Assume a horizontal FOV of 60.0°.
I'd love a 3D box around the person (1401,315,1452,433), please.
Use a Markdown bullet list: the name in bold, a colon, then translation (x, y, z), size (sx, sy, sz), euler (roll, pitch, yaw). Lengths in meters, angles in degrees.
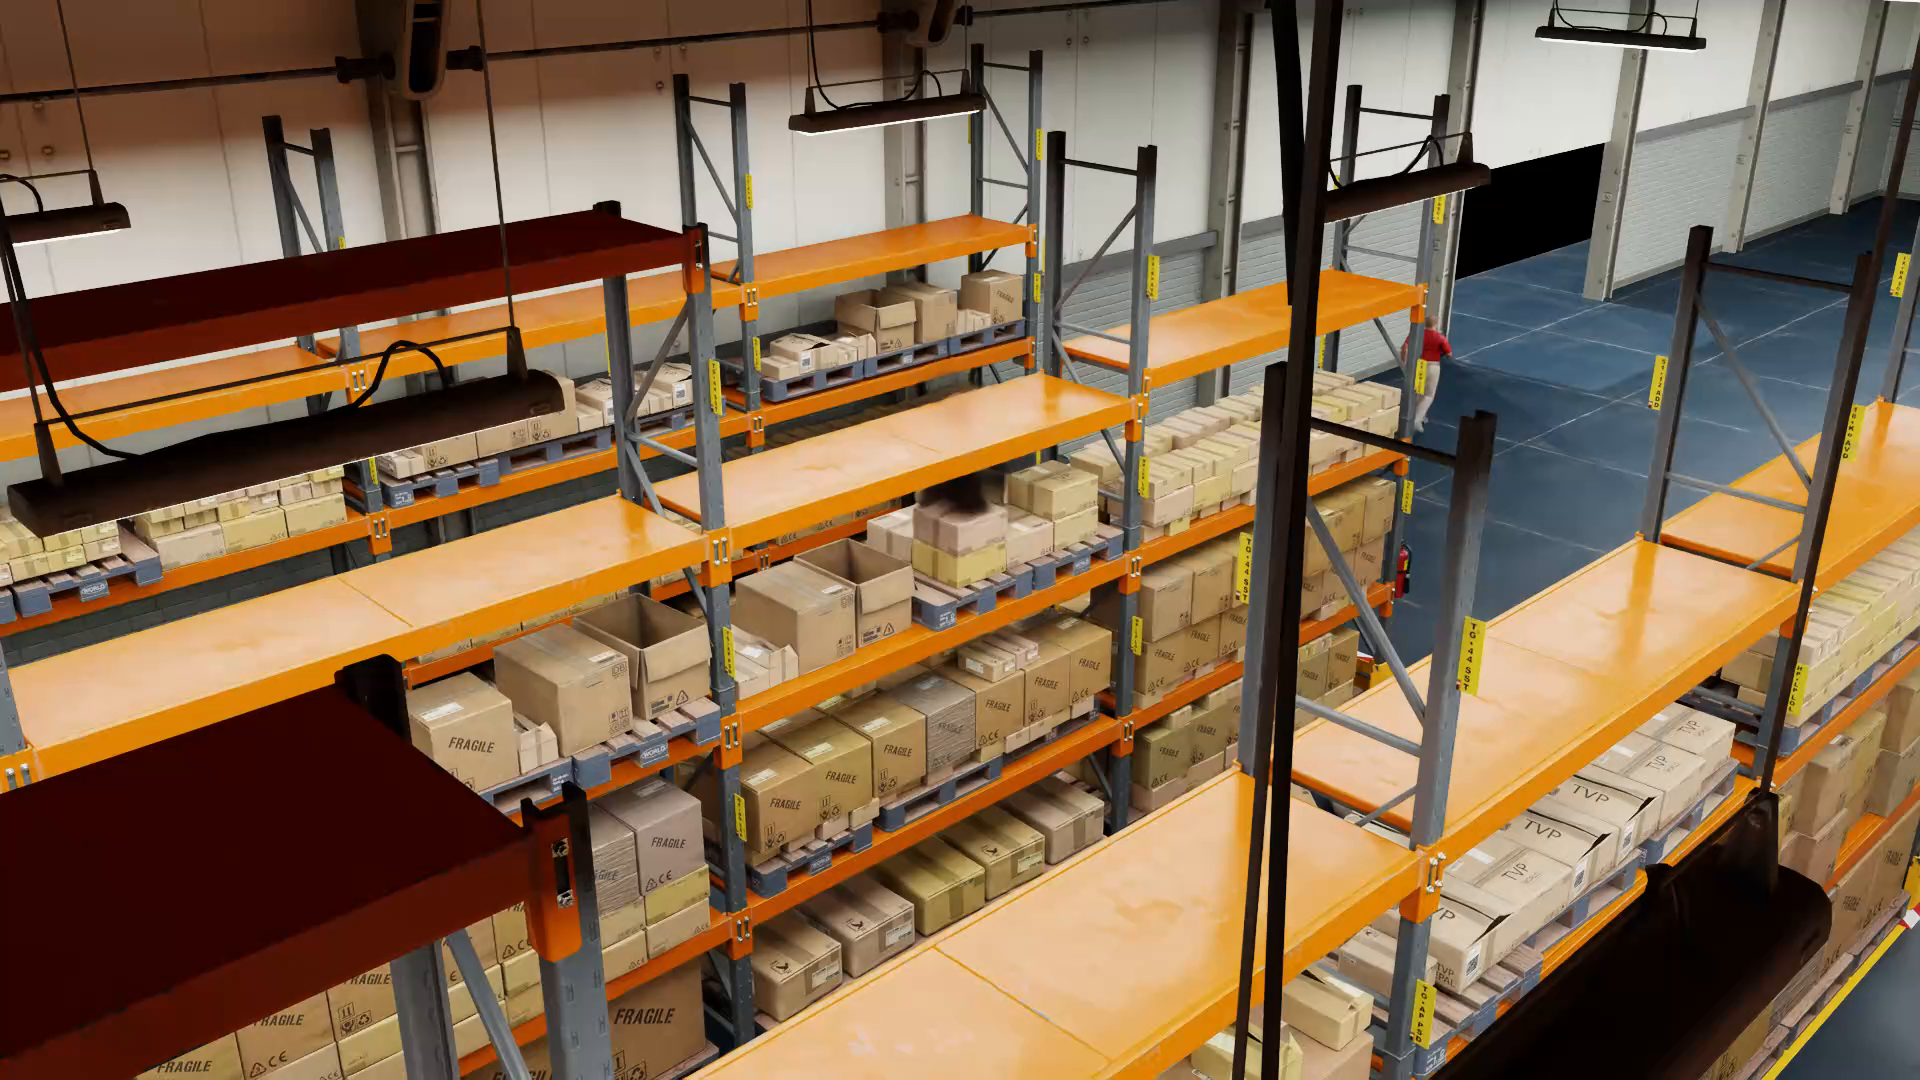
- **person**: translation (6.853, -2.453, 24.478), size (0.690, 1.739, 0.944), euler (14, 26, 30)
